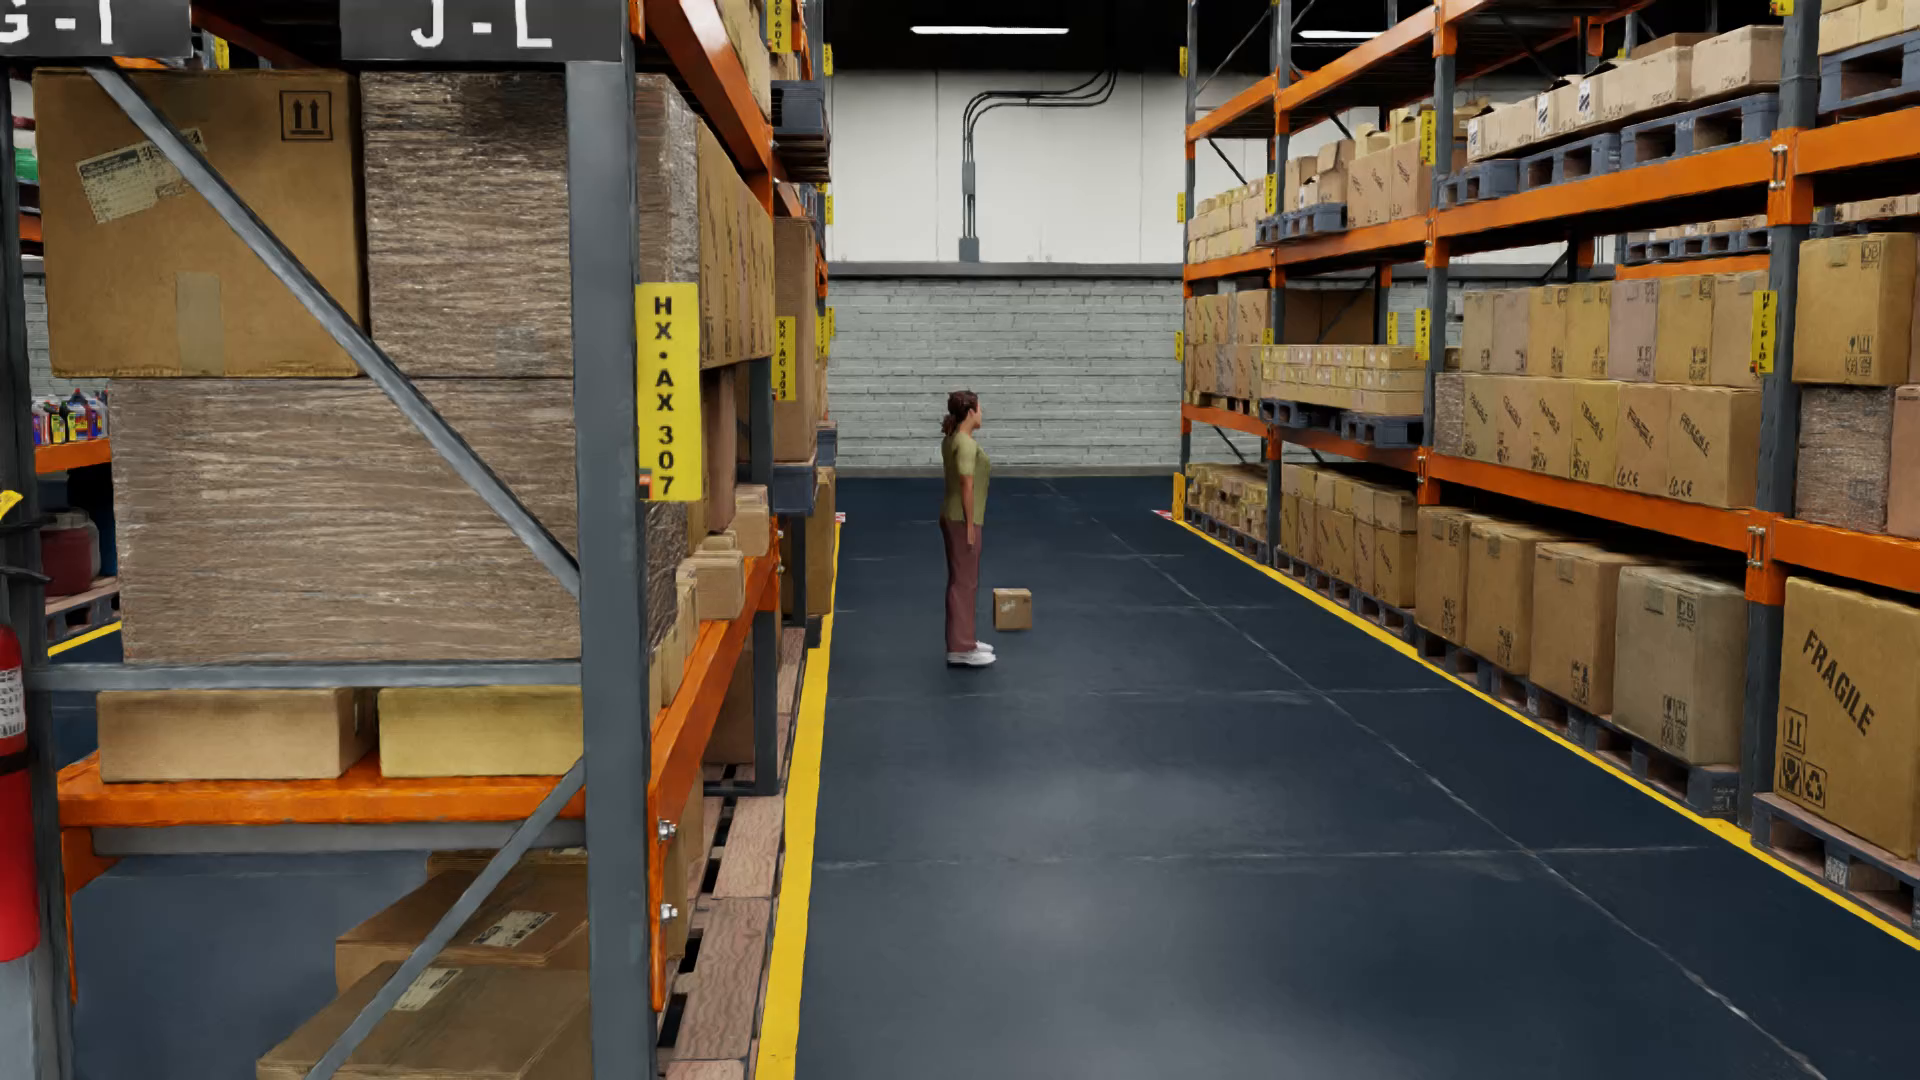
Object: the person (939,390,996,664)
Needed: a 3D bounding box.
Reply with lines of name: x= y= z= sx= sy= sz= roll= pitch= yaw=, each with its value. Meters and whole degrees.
person: x=0.056 y=-0.088 z=10.314 sx=0.358 sy=1.674 sz=0.488 roll=-2 pitch=7 yaw=-14
